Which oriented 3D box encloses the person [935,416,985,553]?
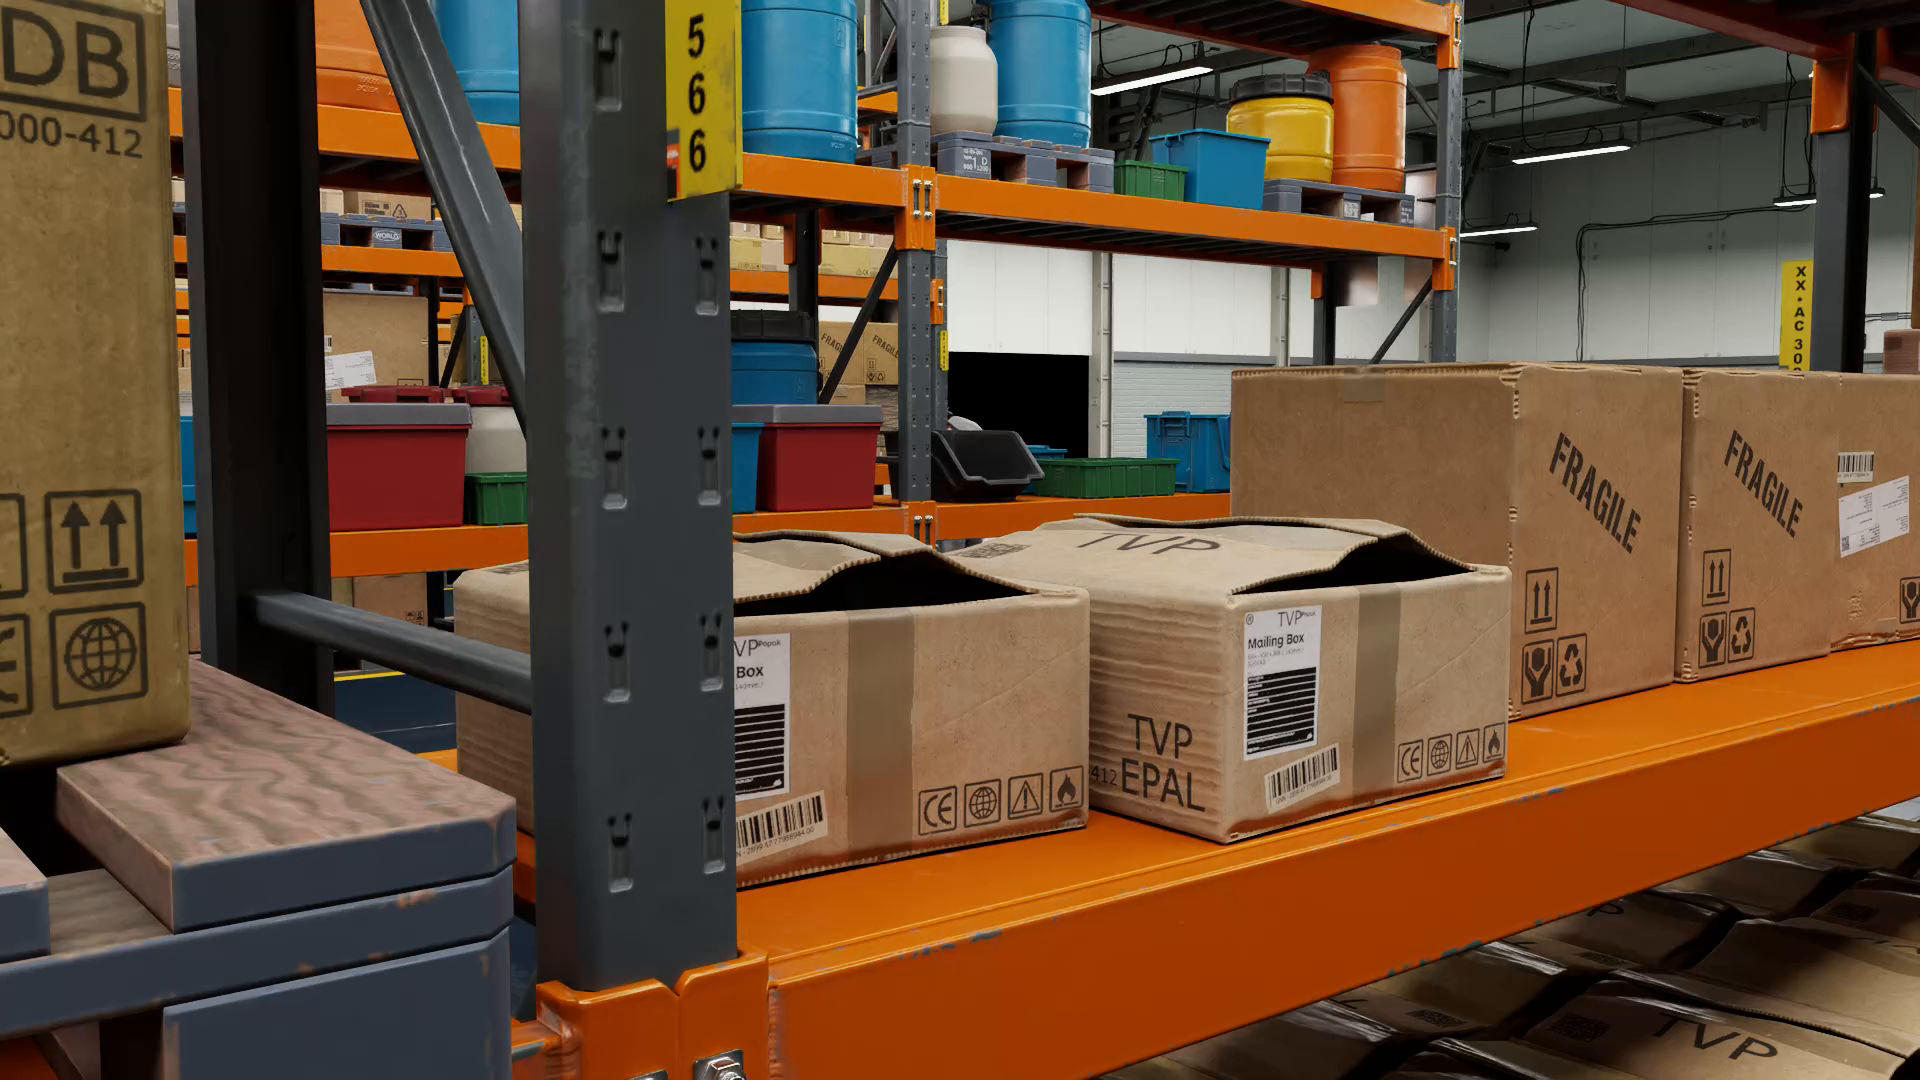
[{"bbox_3d":[-0.030,-0.087,12.539,0.587,1.695,0.531,-4,6,-39],"label":"person"}]
